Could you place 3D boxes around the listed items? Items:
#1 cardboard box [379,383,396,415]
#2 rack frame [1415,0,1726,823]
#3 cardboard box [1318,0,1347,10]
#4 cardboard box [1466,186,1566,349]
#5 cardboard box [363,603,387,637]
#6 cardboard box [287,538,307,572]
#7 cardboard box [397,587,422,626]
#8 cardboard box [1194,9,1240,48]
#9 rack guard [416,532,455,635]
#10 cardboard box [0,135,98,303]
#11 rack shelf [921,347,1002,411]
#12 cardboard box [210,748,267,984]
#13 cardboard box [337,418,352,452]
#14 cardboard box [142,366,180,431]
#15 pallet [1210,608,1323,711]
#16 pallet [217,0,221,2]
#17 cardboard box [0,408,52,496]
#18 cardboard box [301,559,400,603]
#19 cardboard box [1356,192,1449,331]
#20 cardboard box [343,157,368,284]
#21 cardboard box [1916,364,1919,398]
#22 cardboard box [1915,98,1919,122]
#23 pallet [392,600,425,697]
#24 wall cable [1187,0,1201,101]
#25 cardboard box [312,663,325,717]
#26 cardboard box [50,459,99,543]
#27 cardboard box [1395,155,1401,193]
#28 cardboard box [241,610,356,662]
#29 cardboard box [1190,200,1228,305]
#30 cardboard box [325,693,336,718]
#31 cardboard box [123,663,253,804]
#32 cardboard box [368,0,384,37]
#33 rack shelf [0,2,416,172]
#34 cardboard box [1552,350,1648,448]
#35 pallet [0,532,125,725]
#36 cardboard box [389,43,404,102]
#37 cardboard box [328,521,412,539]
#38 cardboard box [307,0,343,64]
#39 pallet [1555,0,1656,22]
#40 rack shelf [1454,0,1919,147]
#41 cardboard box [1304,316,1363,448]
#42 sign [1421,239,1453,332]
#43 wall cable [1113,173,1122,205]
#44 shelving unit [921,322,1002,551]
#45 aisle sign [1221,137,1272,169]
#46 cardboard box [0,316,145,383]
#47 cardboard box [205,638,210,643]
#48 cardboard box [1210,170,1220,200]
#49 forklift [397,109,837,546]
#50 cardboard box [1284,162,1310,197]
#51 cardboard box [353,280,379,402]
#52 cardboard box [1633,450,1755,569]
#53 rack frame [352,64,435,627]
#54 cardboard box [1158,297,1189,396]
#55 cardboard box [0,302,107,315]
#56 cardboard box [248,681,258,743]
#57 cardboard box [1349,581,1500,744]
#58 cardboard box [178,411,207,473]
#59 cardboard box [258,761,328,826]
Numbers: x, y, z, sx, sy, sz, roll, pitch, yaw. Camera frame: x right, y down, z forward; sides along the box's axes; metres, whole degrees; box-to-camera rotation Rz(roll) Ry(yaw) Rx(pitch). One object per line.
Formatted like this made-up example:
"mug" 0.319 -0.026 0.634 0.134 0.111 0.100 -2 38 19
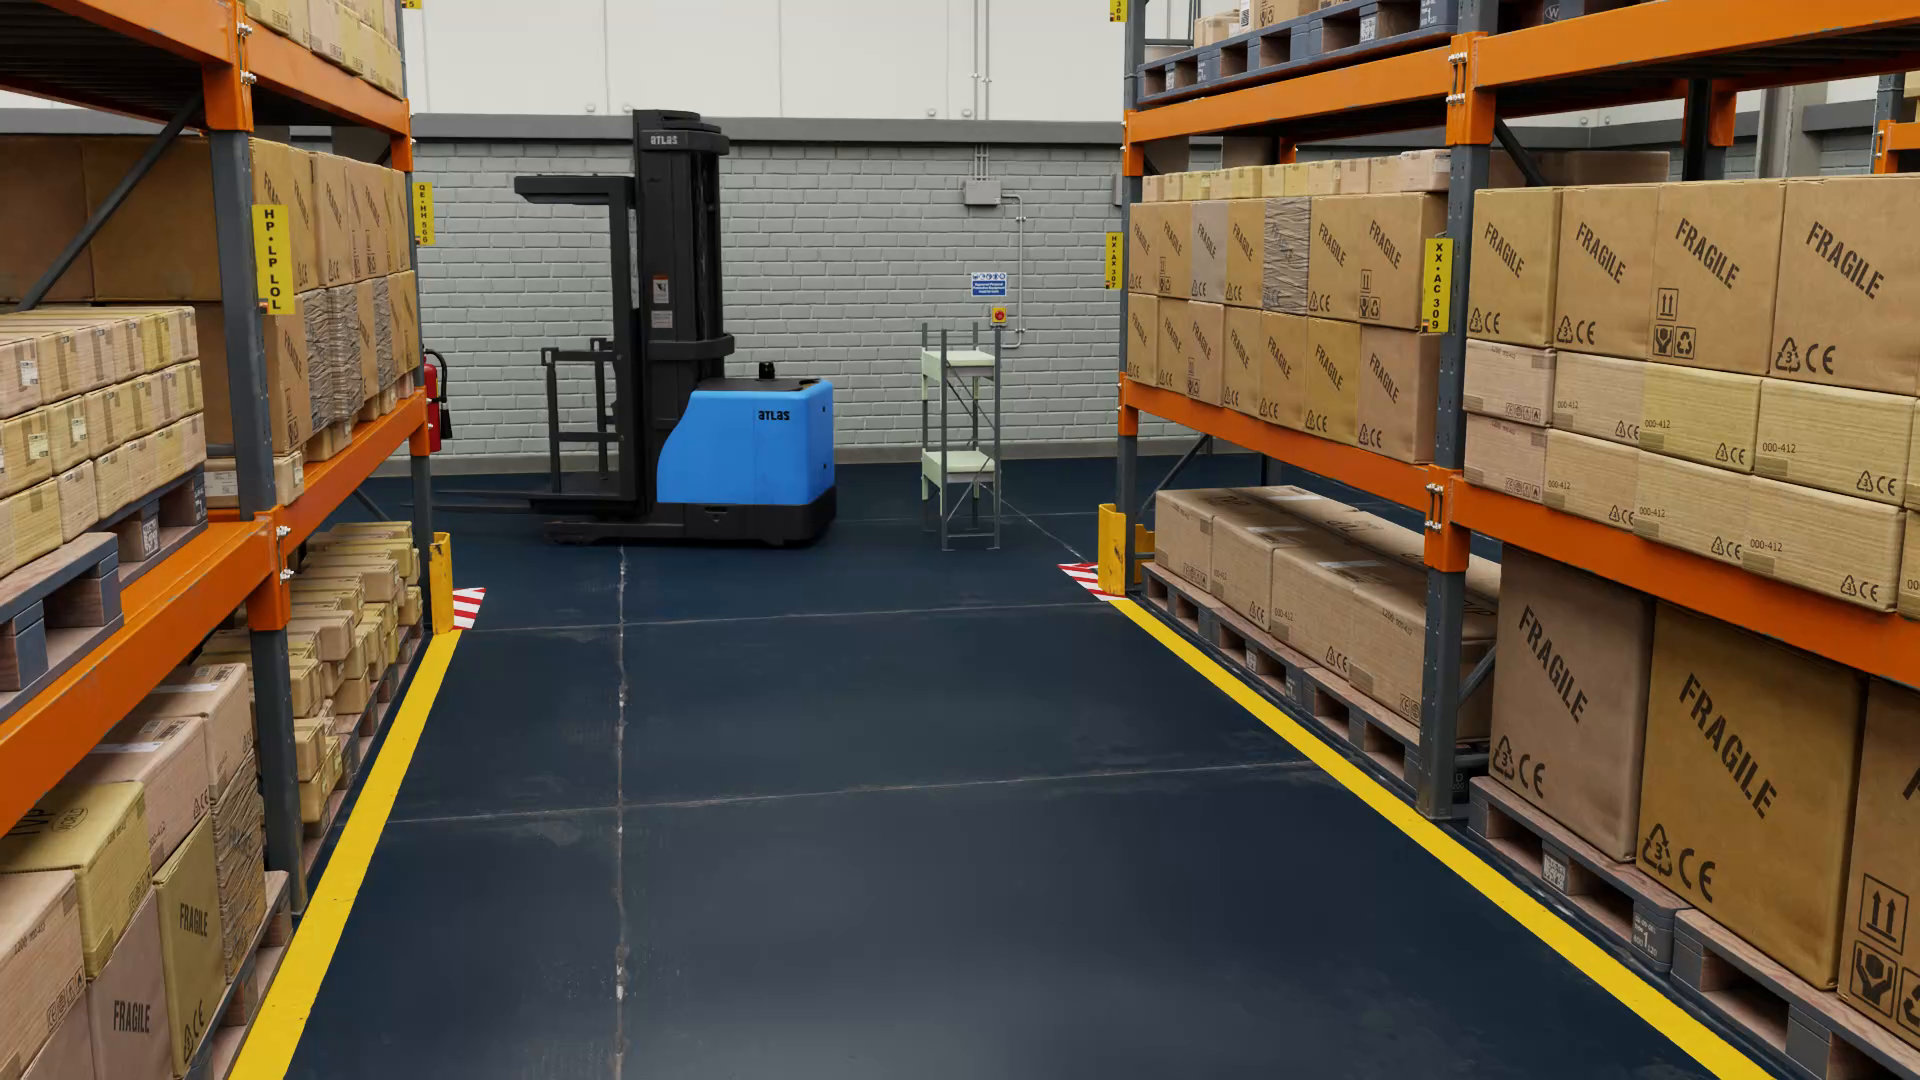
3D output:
"cardboard box" -2.901 -0.676 7.899 0.380 0.149 0.250 -2 11 -9
"rack frame" 2.224 -0.452 6.051 1.000 3.000 0.127 -2 11 -11
"cardboard box" 1.930 -2.478 7.006 0.797 0.503 0.637 -1 11 -7
"cardboard box" 2.028 -0.902 5.470 0.500 0.500 0.500 -2 11 -10
"cardboard box" -2.759 0.384 7.361 0.380 0.149 0.250 -2 11 -8
"cardboard box" -3.449 0.069 8.222 0.380 0.149 0.250 -2 11 -10
"cardboard box" -2.933 0.339 8.394 0.380 0.149 0.250 -2 11 -9
"cardboard box" 1.622 -2.762 9.174 0.500 0.250 0.500 -3 11 -16
"rack guard" -3.375 0.254 9.023 1.175 0.500 0.348 -2 11 -11
"cardboard box" -2.968 -1.017 5.279 0.500 0.500 0.500 -3 11 -13
"rack shelf" 0.001 -1.119 11.477 0.431 0.370 0.720 -2 11 -11
"cardboard box" -2.221 0.894 4.538 0.500 0.500 0.500 -2 11 -12
"cardboard box" -2.650 -0.434 6.627 0.380 0.149 0.250 -2 11 -8
"cardboard box" -2.288 -0.369 4.365 0.380 0.149 0.250 -2 11 -11
"pallet" 1.912 0.551 8.238 1.003 0.211 1.213 -2 11 -11
"pallet" -2.596 -1.518 4.130 1.213 0.211 1.003 -2 11 -11
"cardboard box" -2.081 -0.176 3.349 0.380 0.149 0.250 -2 11 -11
"cardboard box" -2.776 0.190 7.584 0.380 0.149 0.250 -2 11 -9
"cardboard box" 1.861 -1.069 6.350 0.500 0.500 0.500 -2 11 -11
"cardboard box" -2.742 -1.314 6.842 0.500 0.500 0.500 -3 11 -13
"cardboard box" 2.447 -0.530 3.515 0.500 0.500 0.500 -2 11 -11
"cardboard box" 6.148 -2.651 10.249 0.380 0.149 0.250 -2 11 -10
"pallet" -3.252 0.547 8.261 1.003 0.211 1.213 -2 11 -11
"wall cable" 3.542 -5.306 15.406 2.988 3.039 0.133 -2 11 -11
"cardboard box" -2.638 0.580 6.333 0.380 0.149 0.250 -3 11 -14
"cardboard box" -2.134 -0.081 3.648 0.380 0.149 0.250 -3 11 -13
"cardboard box" 1.907 -1.409 6.399 0.380 0.149 0.250 -2 11 -10
"cardboard box" -2.611 0.383 6.570 0.380 0.149 0.250 -2 11 -10
"cardboard box" 1.475 -1.439 8.295 0.500 0.500 0.500 -2 11 -11
"cardboard box" -2.703 0.676 6.621 0.380 0.149 0.250 -3 11 -13
"cardboard box" -2.219 0.527 4.463 0.500 0.250 0.500 -2 11 -13
"cardboard box" -2.950 -2.464 7.662 0.500 0.250 0.500 -2 11 -13
"rack shelf" -3.001 -1.741 6.722 1.077 0.370 4.000 -2 11 -11
"cardboard box" 2.162 -0.439 5.044 0.500 0.250 0.500 -2 11 -10
"pallet" -2.259 0.212 3.071 1.003 0.211 1.213 -2 11 -11
"cardboard box" -3.042 -2.314 8.208 0.500 0.250 0.500 -2 11 -12
"cardboard box" -3.038 0.002 8.573 0.380 0.149 0.250 -2 11 -10
"cardboard box" -2.631 -1.936 6.225 0.500 0.250 0.500 -2 11 -9
"pallet" 2.451 -1.666 4.915 0.805 0.209 1.217 -3 11 -13
"rack shelf" 2.613 -1.206 3.911 1.077 0.370 4.000 -2 11 -11
"cardboard box" 1.778 -0.672 6.935 0.500 0.500 0.500 -2 11 -12
"sign" 1.680 -0.896 5.856 0.100 0.325 0.005 -2 11 -11
"wall cable" 1.716 -2.772 15.522 0.588 1.984 0.122 -2 11 -11
"shelving unit" 0.001 -0.736 11.550 0.431 1.500 0.755 -2 11 -11
"aisle sign" 1.736 -2.488 9.791 0.394 0.787 0.004 -2 11 -11
"cardboard box" -2.241 -0.466 4.079 0.380 0.149 0.250 -2 11 -13
"cardboard box" -3.173 0.505 6.728 0.380 0.149 0.250 -3 11 -14
"cardboard box" 1.474 -1.779 8.343 0.380 0.149 0.250 -2 11 -10
"forklift" -2.462 -1.498 11.726 3.031 2.935 1.130 1 11 7
"cardboard box" 1.665 -1.593 7.368 0.380 0.149 0.250 -2 11 -12
"cardboard box" -2.760 -0.831 6.975 0.500 0.500 0.500 -2 11 -8
"cardboard box" 2.237 -0.099 4.596 0.500 0.250 0.500 -2 11 -11
"rack frame" -3.390 -0.988 8.863 1.000 3.000 0.127 -2 11 -11
"cardboard box" 1.384 -1.045 8.897 0.500 0.500 0.500 -2 11 -12
"cardboard box" -2.983 -0.528 5.383 0.500 0.500 0.500 -2 11 -11
"cardboard box" -2.476 0.577 5.551 0.380 0.149 0.250 -2 11 -9
"cardboard box" 2.207 0.481 6.877 0.875 0.438 0.875 -2 11 -12
"cardboard box" -2.340 -0.271 4.648 0.380 0.149 0.250 -2 11 -12
"cardboard box" -2.367 0.862 5.648 0.380 0.149 0.250 -3 11 -13
